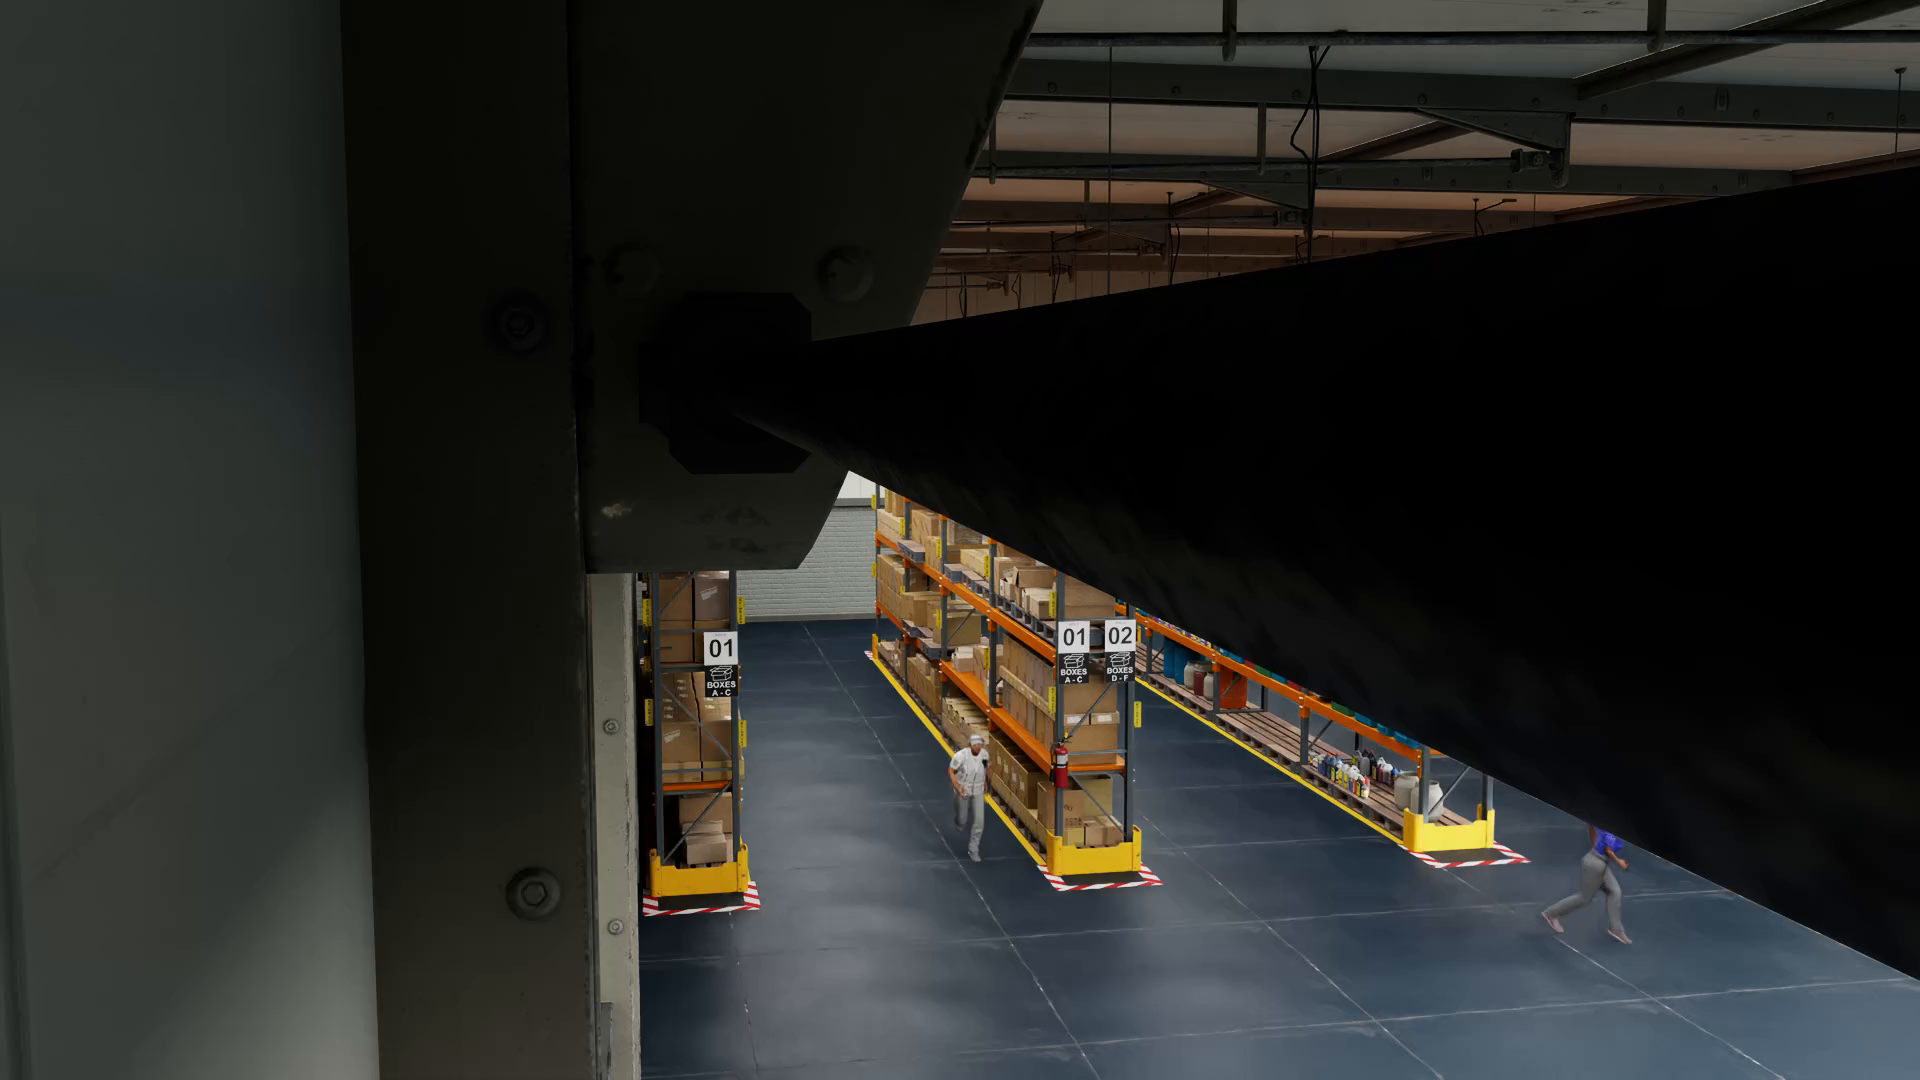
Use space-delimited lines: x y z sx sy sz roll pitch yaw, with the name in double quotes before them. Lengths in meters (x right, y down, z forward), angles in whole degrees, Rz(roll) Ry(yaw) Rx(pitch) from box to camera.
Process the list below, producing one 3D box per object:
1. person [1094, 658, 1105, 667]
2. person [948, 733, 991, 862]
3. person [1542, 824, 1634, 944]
"person" 2.400 2.636 28.676 0.597 1.571 0.697 -2 6 -16
"person" 0.122 3.318 21.784 0.606 1.657 0.921 -2 6 -15
"person" 6.980 3.678 18.456 0.978 1.616 0.611 1 6 9
